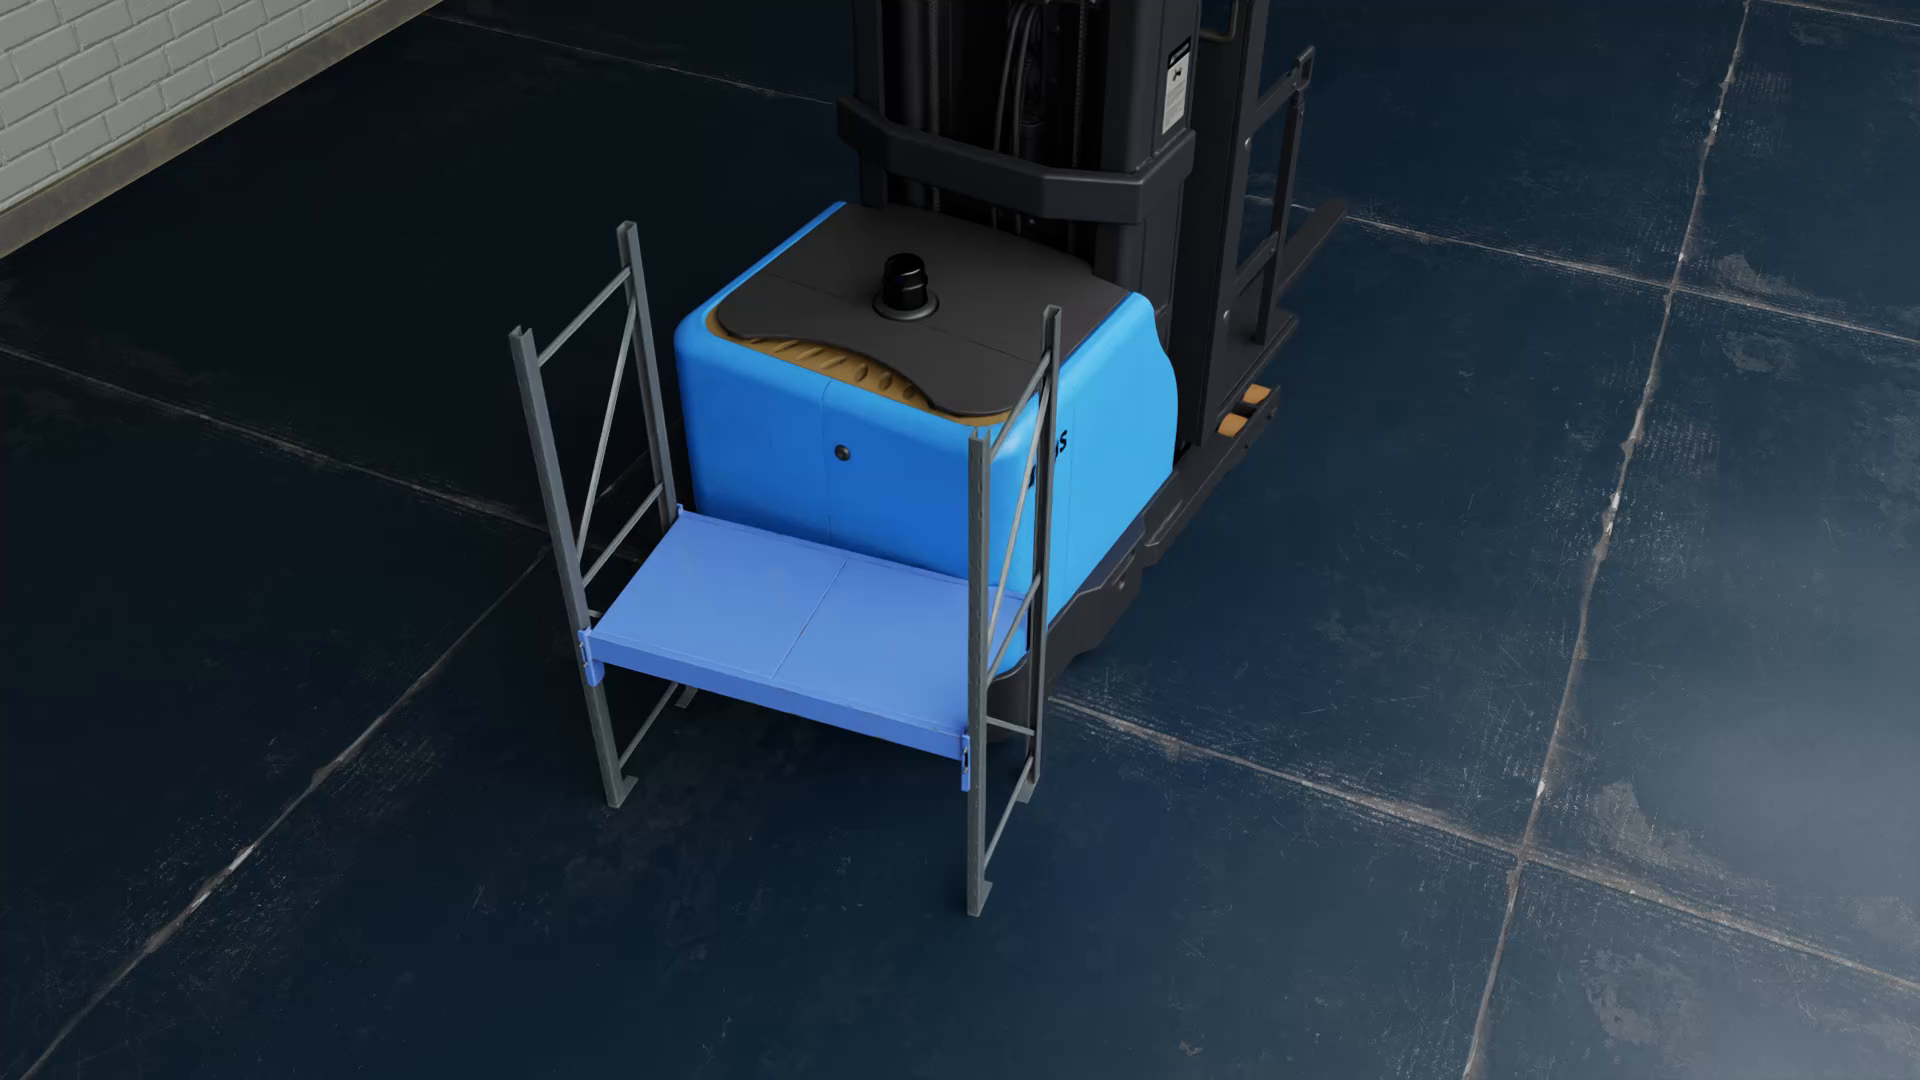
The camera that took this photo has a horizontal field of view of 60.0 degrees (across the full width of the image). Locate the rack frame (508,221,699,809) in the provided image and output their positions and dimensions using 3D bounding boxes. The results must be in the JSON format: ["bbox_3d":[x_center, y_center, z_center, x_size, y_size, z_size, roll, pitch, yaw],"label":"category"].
[{"bbox_3d":[-0.838,-0.007,4.113,0.032,1.500,0.500,13,43,15],"label":"rack frame"}]

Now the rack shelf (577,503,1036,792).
[{"bbox_3d":[-0.361,0.243,4.099,1.000,0.185,0.538,13,43,15],"label":"rack shelf"}]

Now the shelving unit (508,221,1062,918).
[{"bbox_3d":[-0.361,0.107,3.981,1.048,1.500,0.538,13,43,15],"label":"shelving unit"}]

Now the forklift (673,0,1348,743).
[{"bbox_3d":[0.433,-1.504,4.748,1.130,2.935,3.031,21,45,23],"label":"forklift"}]

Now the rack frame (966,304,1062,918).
[{"bbox_3d":[0.117,0.222,3.849,0.032,1.500,0.500,13,43,15],"label":"rack frame"}]
